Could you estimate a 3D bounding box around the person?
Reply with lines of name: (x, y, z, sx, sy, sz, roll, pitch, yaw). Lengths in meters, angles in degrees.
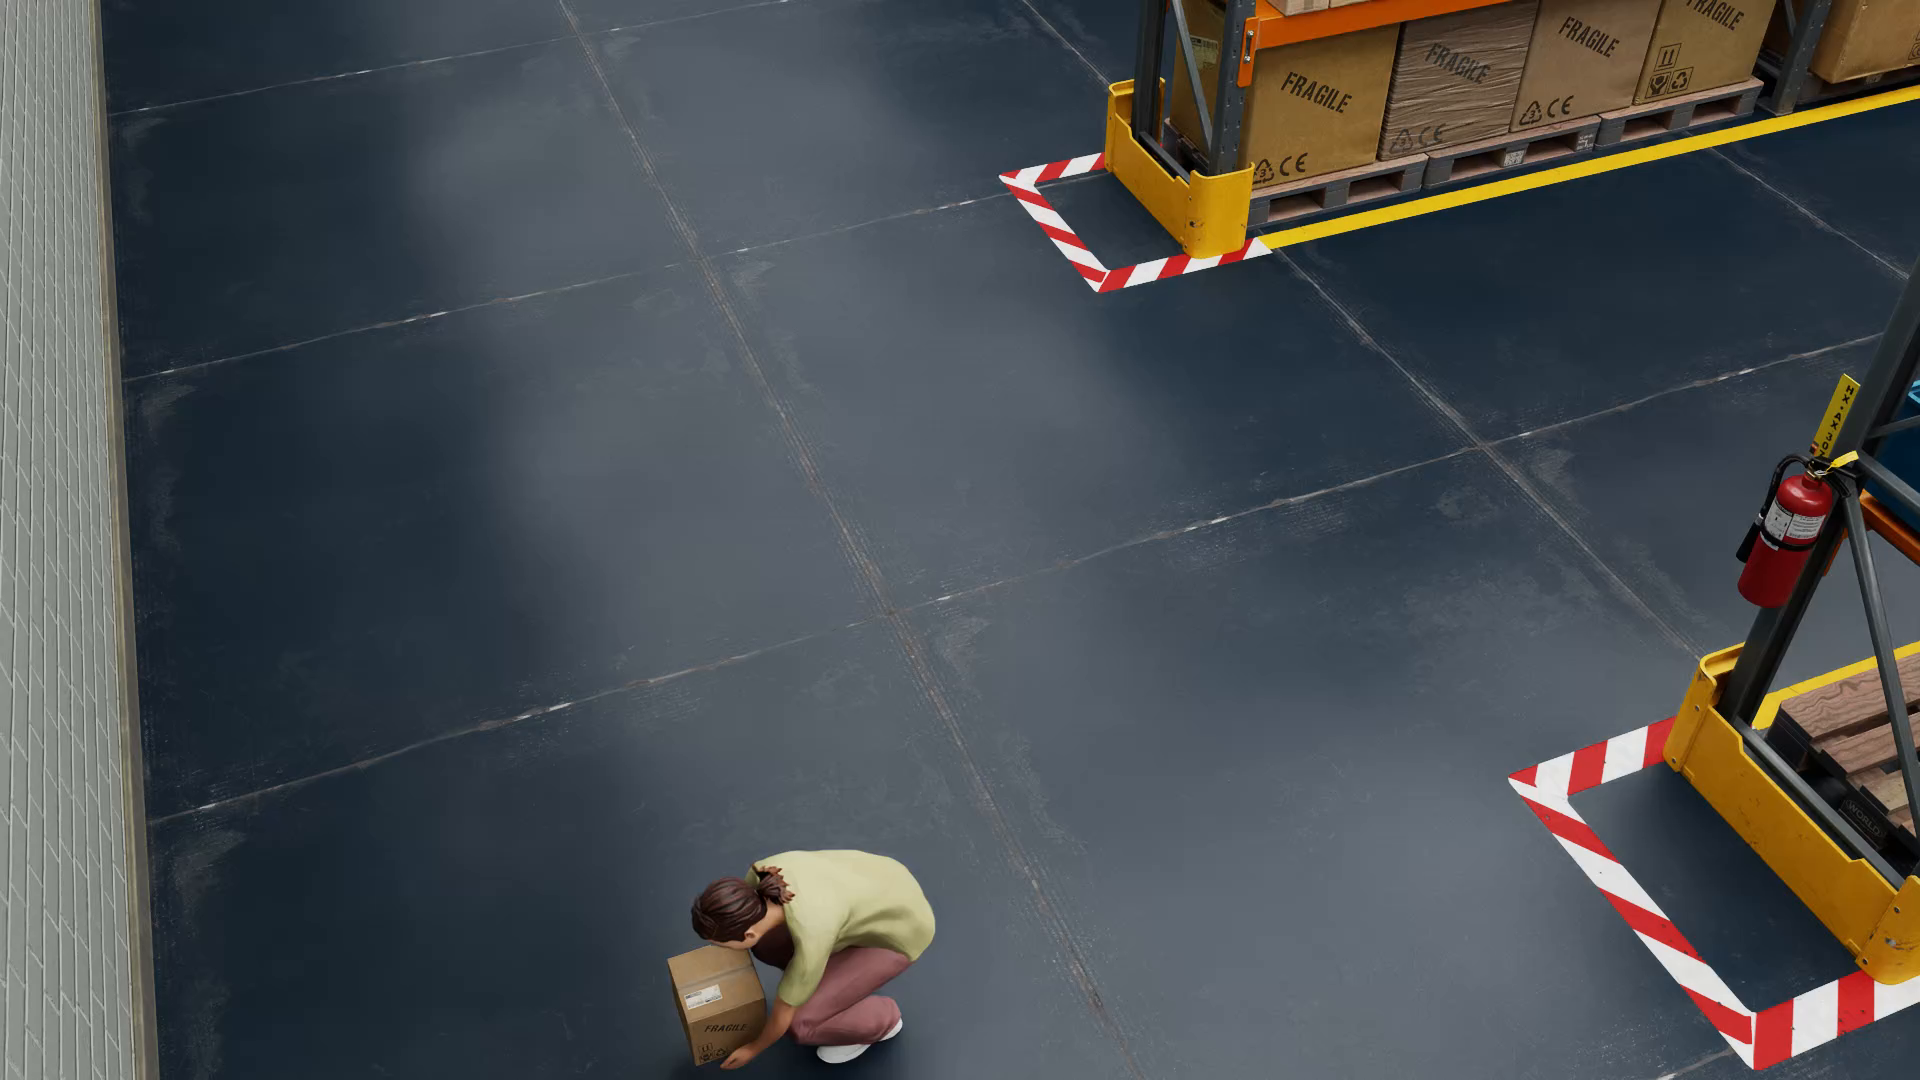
person: (-0.455, 1.290, 5.266, 0.779, 0.954, 0.484, -16, 44, -17)
